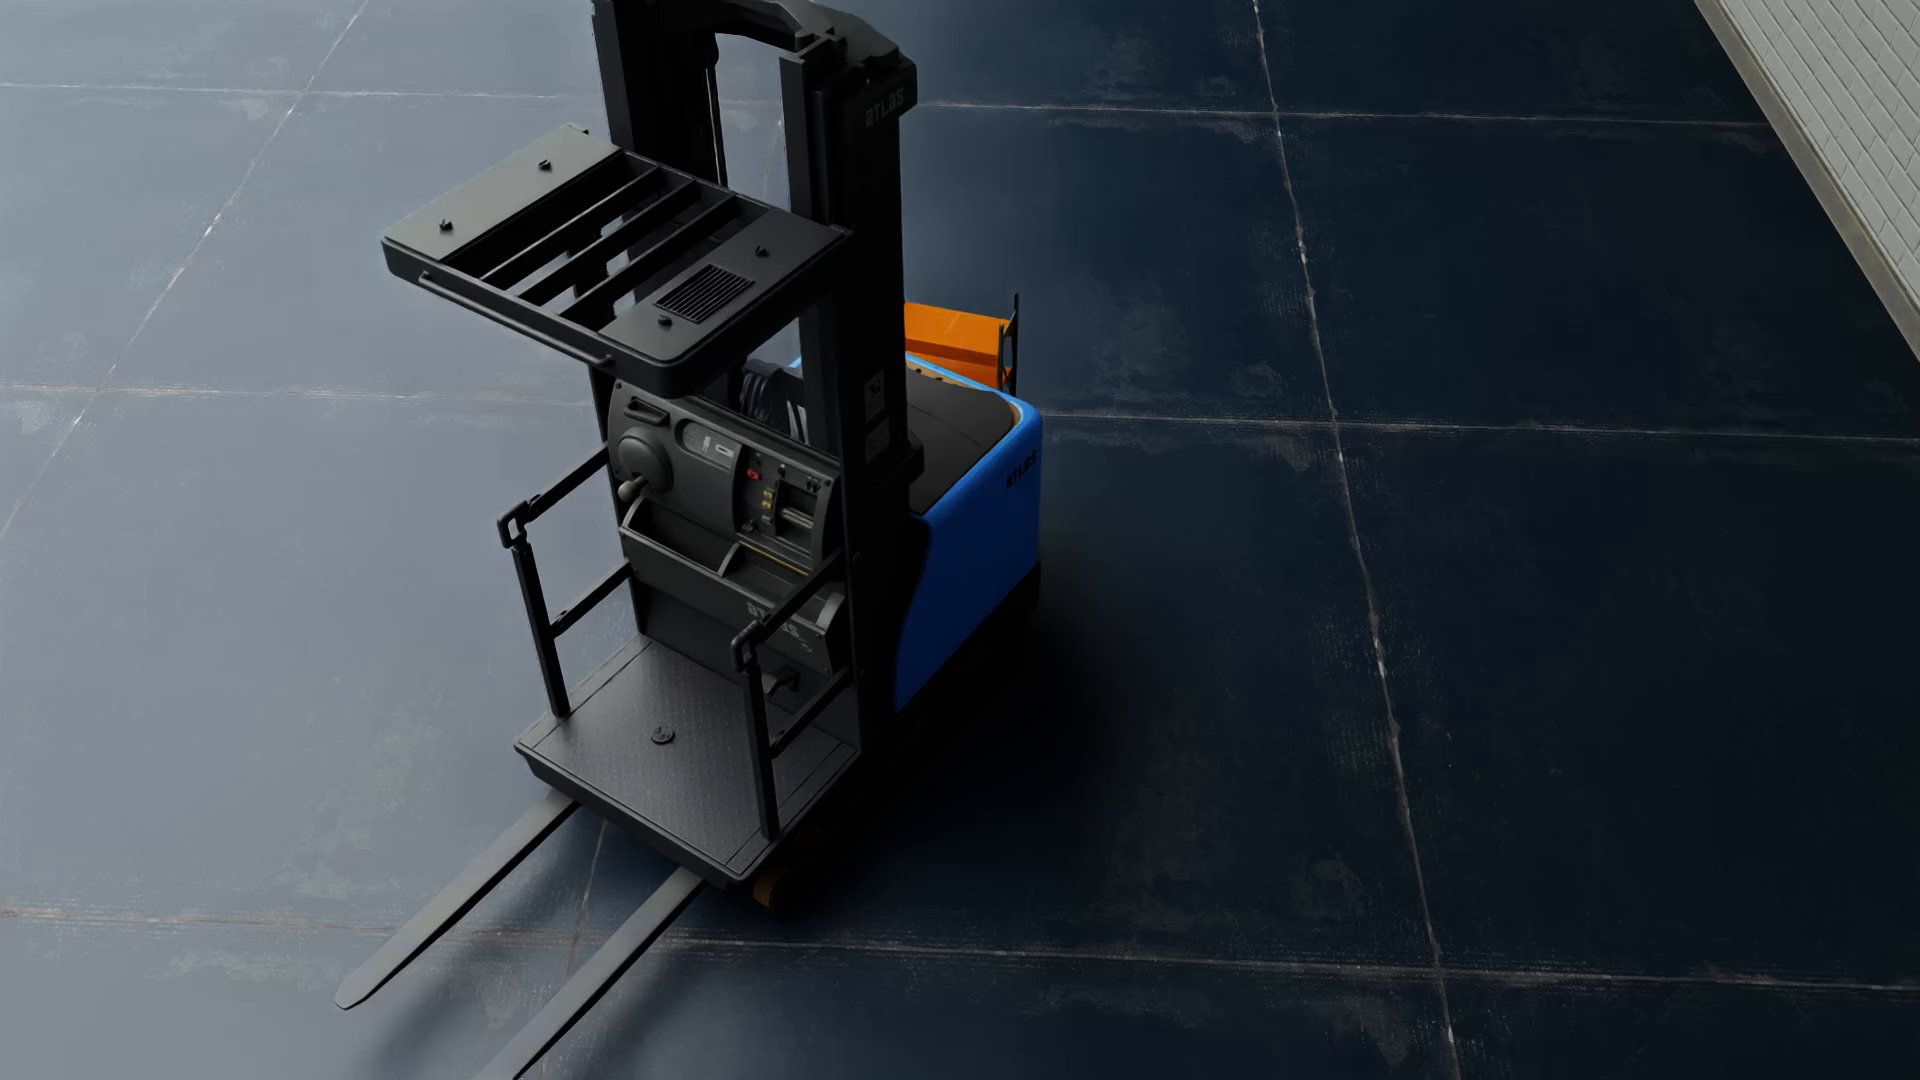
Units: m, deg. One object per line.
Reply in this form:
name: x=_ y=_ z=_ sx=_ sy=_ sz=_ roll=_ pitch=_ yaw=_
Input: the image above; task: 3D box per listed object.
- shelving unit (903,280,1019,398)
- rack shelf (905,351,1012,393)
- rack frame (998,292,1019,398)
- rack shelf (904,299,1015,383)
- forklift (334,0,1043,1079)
shelving unit: x=-0.039 y=-0.522 z=7.015 sx=0.503 sy=1.200 sz=0.258 roll=12 pitch=44 yaw=13
rack shelf: x=-0.039 y=-0.636 z=6.909 sx=0.480 sy=0.148 sz=0.258 roll=12 pitch=44 yaw=13
rack frame: x=0.194 y=-0.473 z=6.962 sx=0.015 sy=1.200 sz=0.240 roll=12 pitch=44 yaw=13
rack shelf: x=-0.039 y=-0.810 z=6.748 sx=0.480 sy=0.148 sz=0.258 roll=12 pitch=44 yaw=13
forklift: x=-0.912 y=-0.137 z=5.333 sx=1.130 sy=2.935 sz=3.031 roll=25 pitch=48 yaw=24
